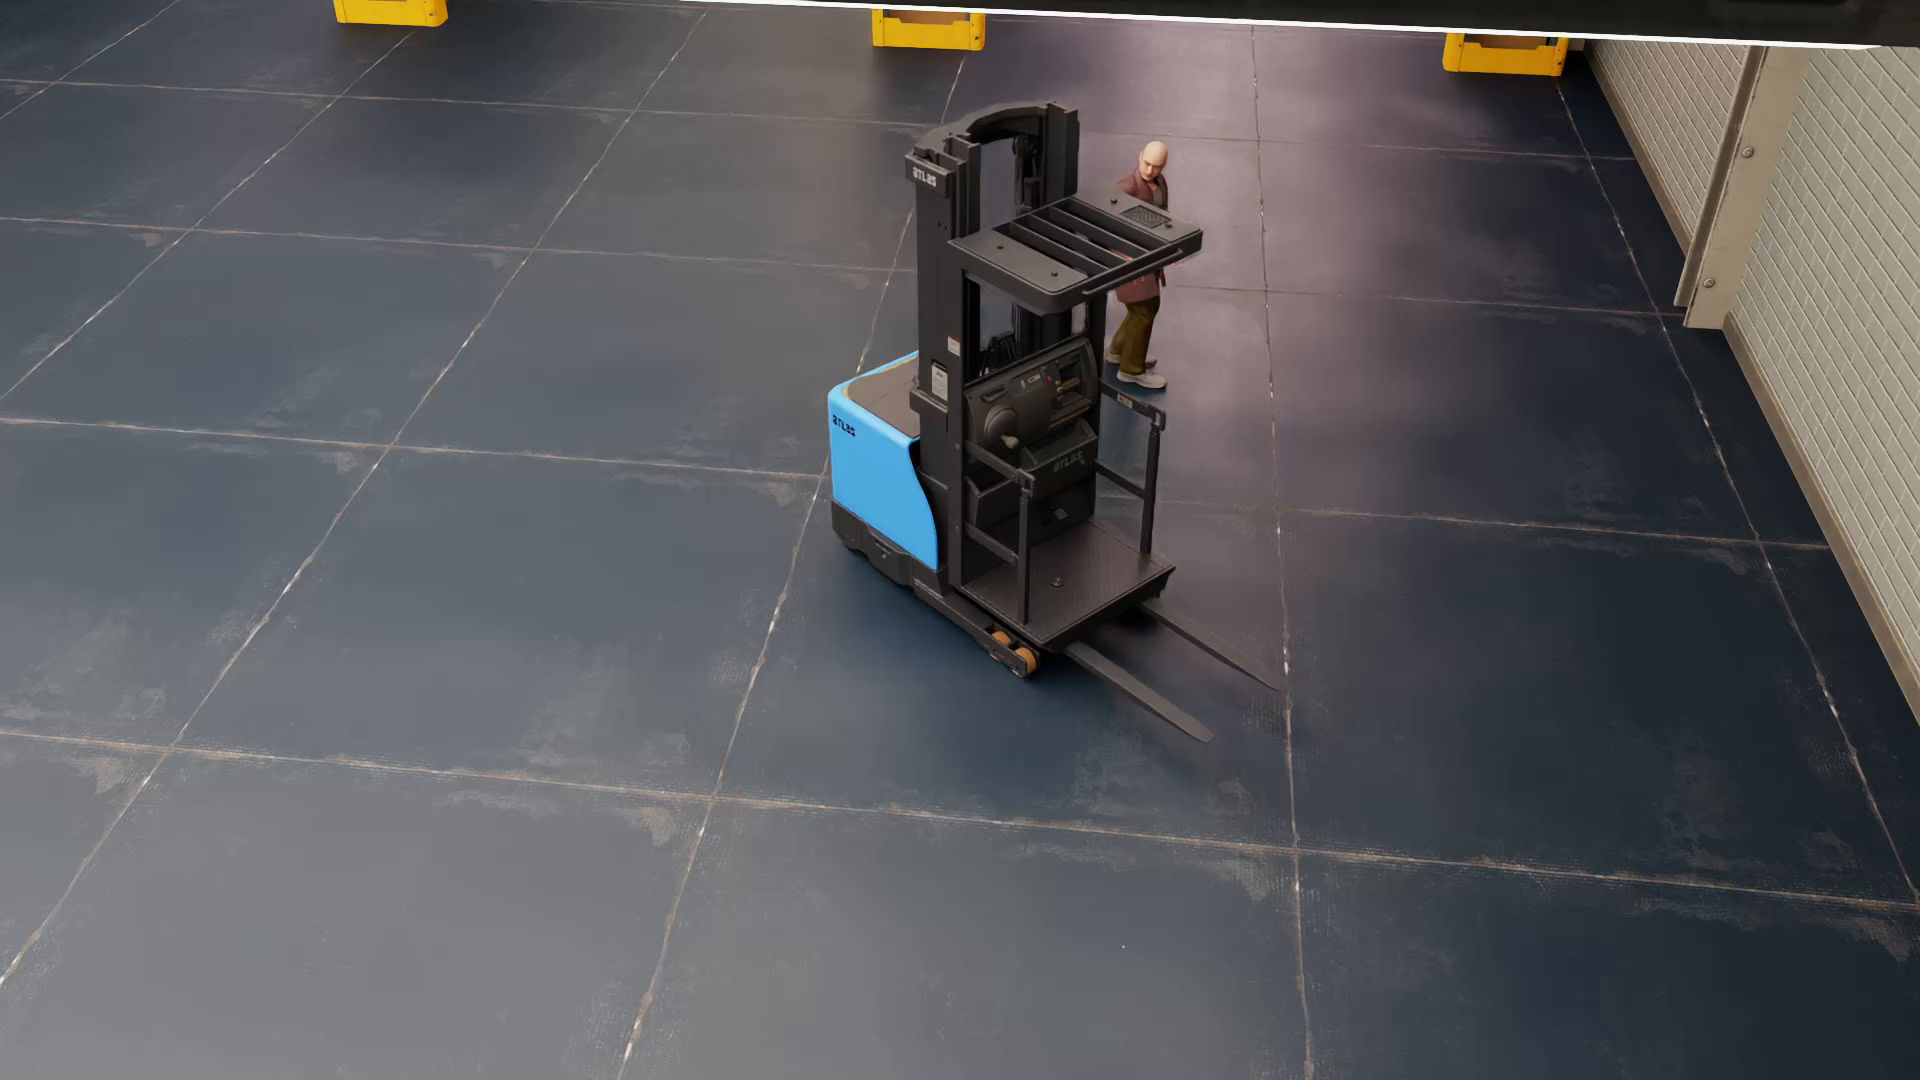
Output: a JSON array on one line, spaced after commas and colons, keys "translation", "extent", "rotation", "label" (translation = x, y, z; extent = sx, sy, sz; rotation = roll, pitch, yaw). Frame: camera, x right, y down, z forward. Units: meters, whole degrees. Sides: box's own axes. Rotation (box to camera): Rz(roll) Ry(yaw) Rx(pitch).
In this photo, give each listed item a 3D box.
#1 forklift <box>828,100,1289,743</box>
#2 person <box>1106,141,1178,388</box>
[{"translation": [0.544, -0.745, 9.041], "extent": [1.130, 2.935, 3.031], "rotation": [-28, 44, -32], "label": "forklift"}, {"translation": [1.322, -1.952, 11.681], "extent": [0.552, 1.753, 0.790], "rotation": [18, 40, 23], "label": "person"}]
